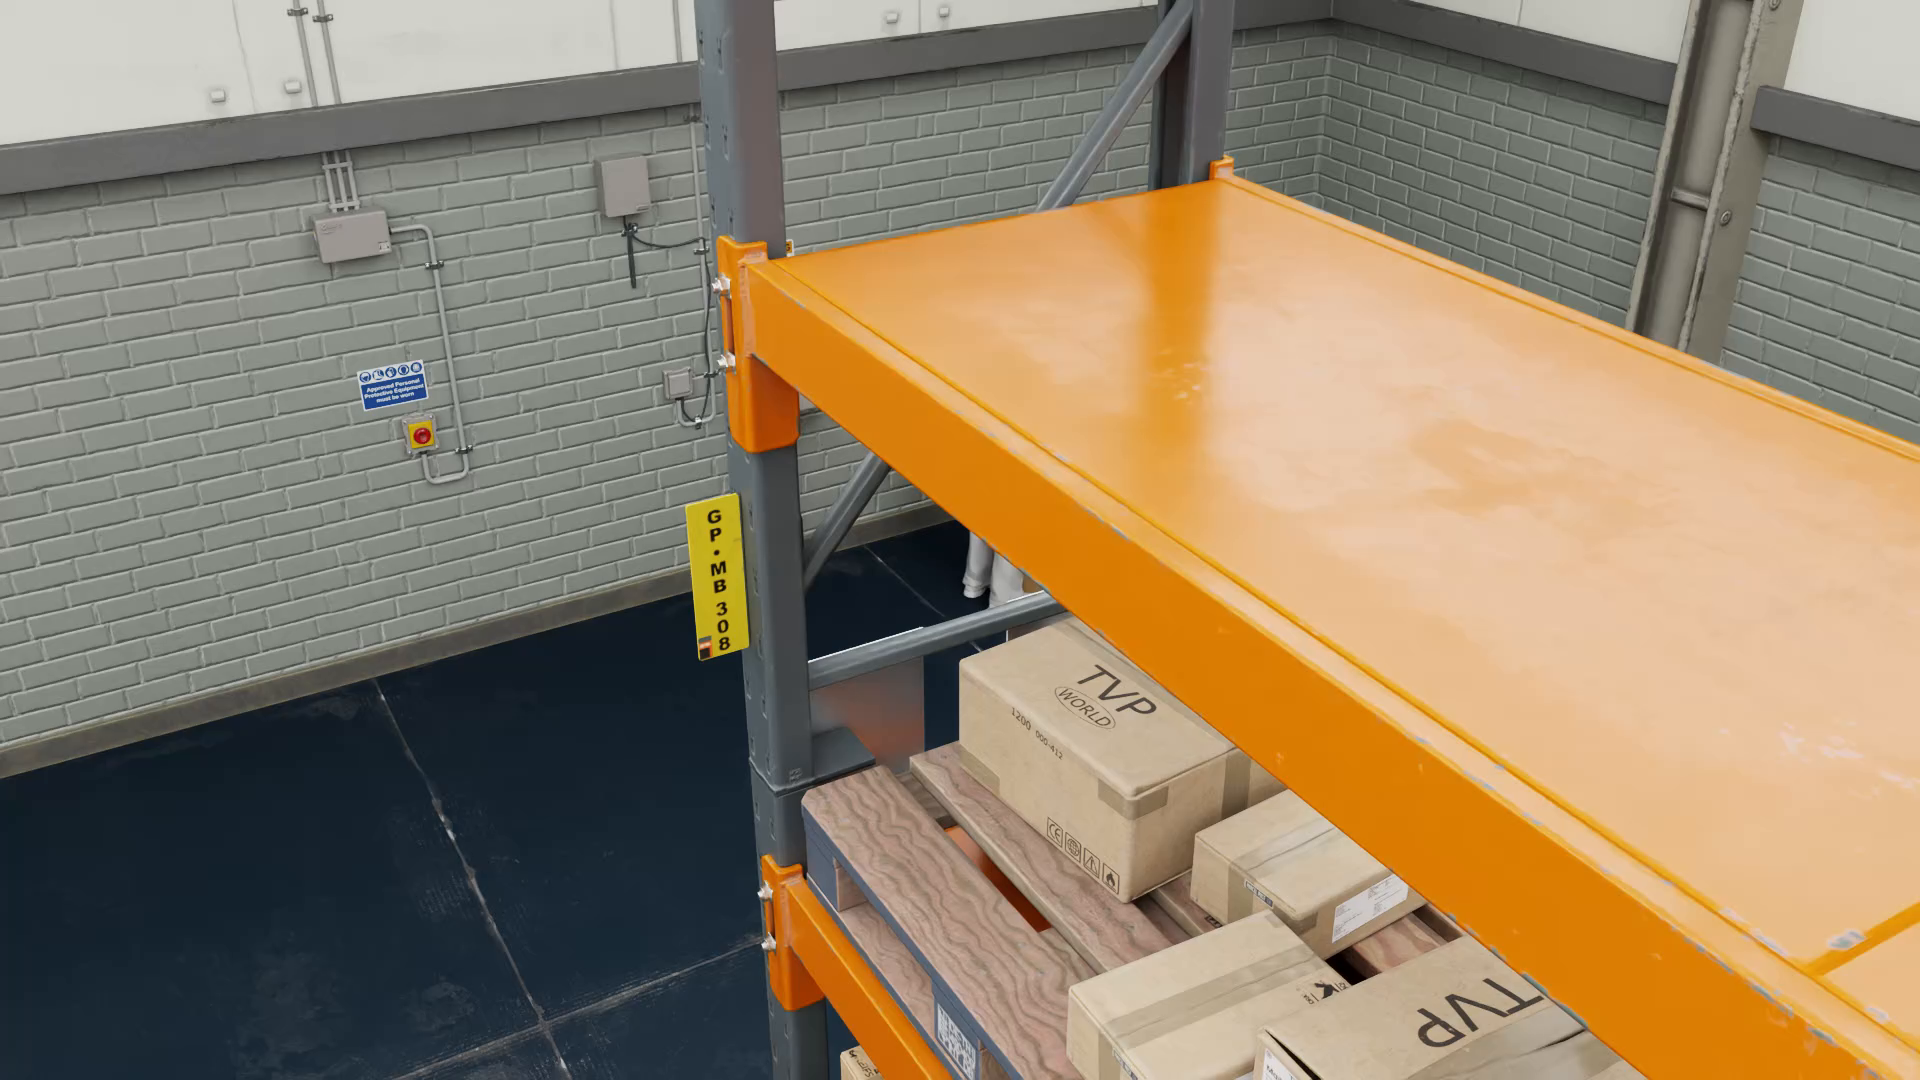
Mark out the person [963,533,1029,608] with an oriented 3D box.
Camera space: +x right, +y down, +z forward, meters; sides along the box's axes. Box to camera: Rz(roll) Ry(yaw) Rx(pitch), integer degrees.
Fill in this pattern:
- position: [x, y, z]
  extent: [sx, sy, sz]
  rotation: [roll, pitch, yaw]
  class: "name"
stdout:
- position: [0.224, -0.435, 9.383]
  extent: [0.426, 1.774, 0.643]
  rotation: [-15, 32, -26]
  class: "person"
